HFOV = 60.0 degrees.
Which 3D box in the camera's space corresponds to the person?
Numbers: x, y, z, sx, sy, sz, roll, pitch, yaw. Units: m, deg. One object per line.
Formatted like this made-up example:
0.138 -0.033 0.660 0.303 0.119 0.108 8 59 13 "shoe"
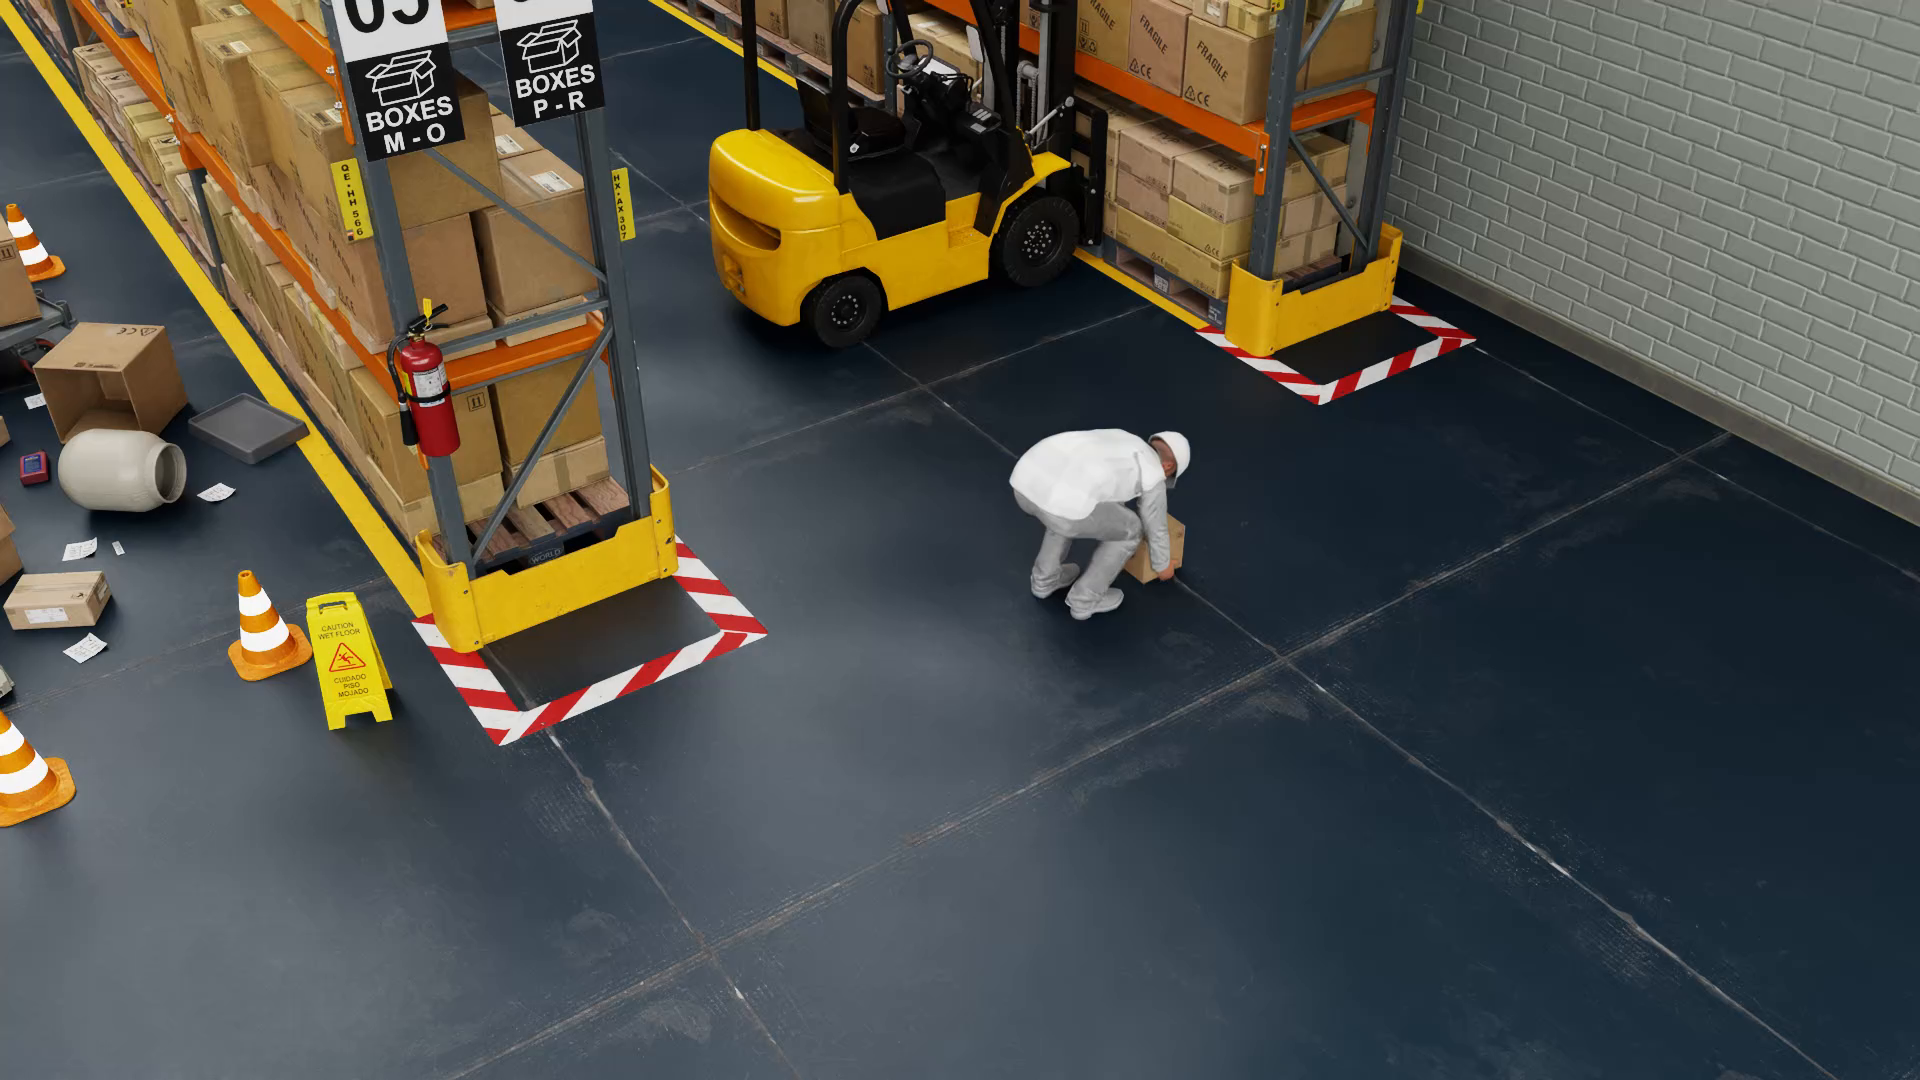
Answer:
0.729 -0.244 7.877 1.011 1.112 0.465 -24 42 -29 "person"
